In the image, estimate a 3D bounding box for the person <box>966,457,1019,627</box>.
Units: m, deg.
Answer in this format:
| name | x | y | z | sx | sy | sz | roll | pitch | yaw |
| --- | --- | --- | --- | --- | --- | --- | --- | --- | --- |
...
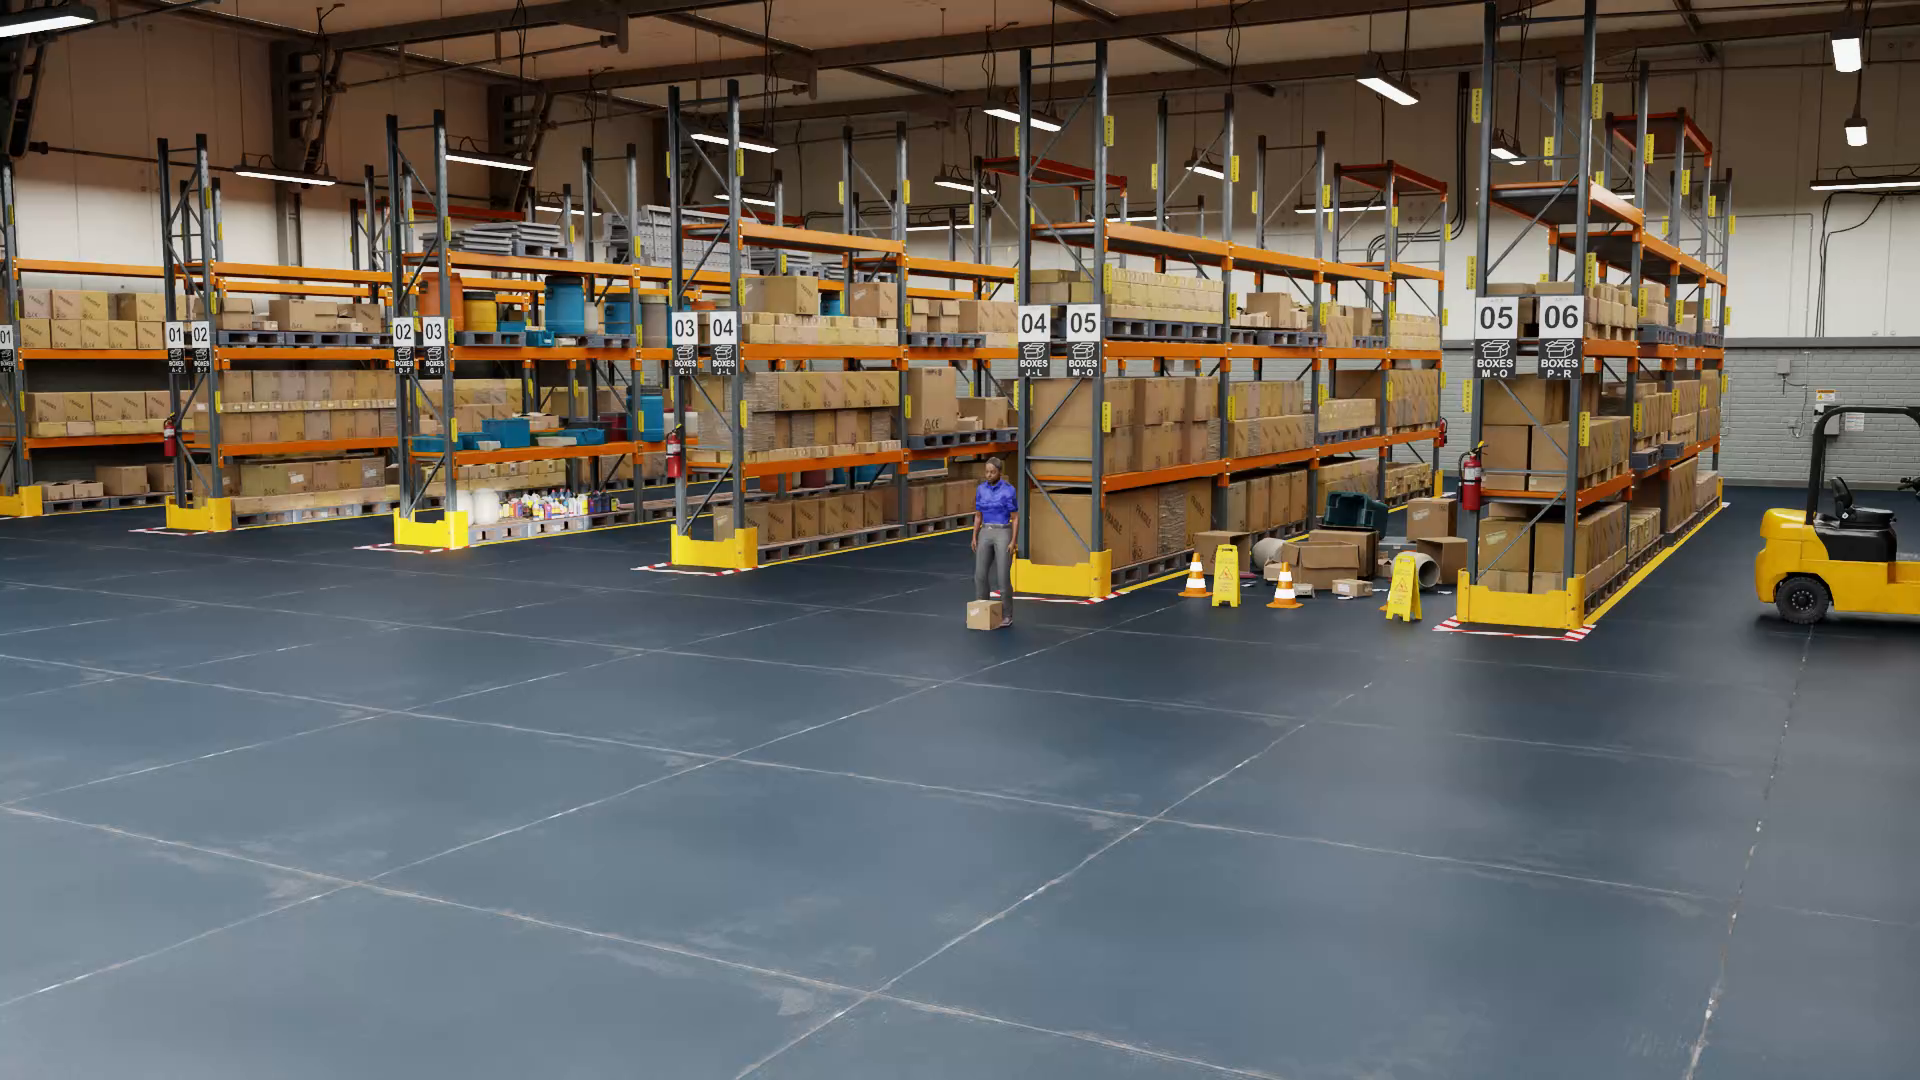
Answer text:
| name | x | y | z | sx | sy | sz | roll | pitch | yaw |
| --- | --- | --- | --- | --- | --- | --- | --- | --- | --- |
| person | 0.337 | 0.009 | 16.313 | 0.503 | 1.654 | 0.350 | 3 | 7 | 29 |
